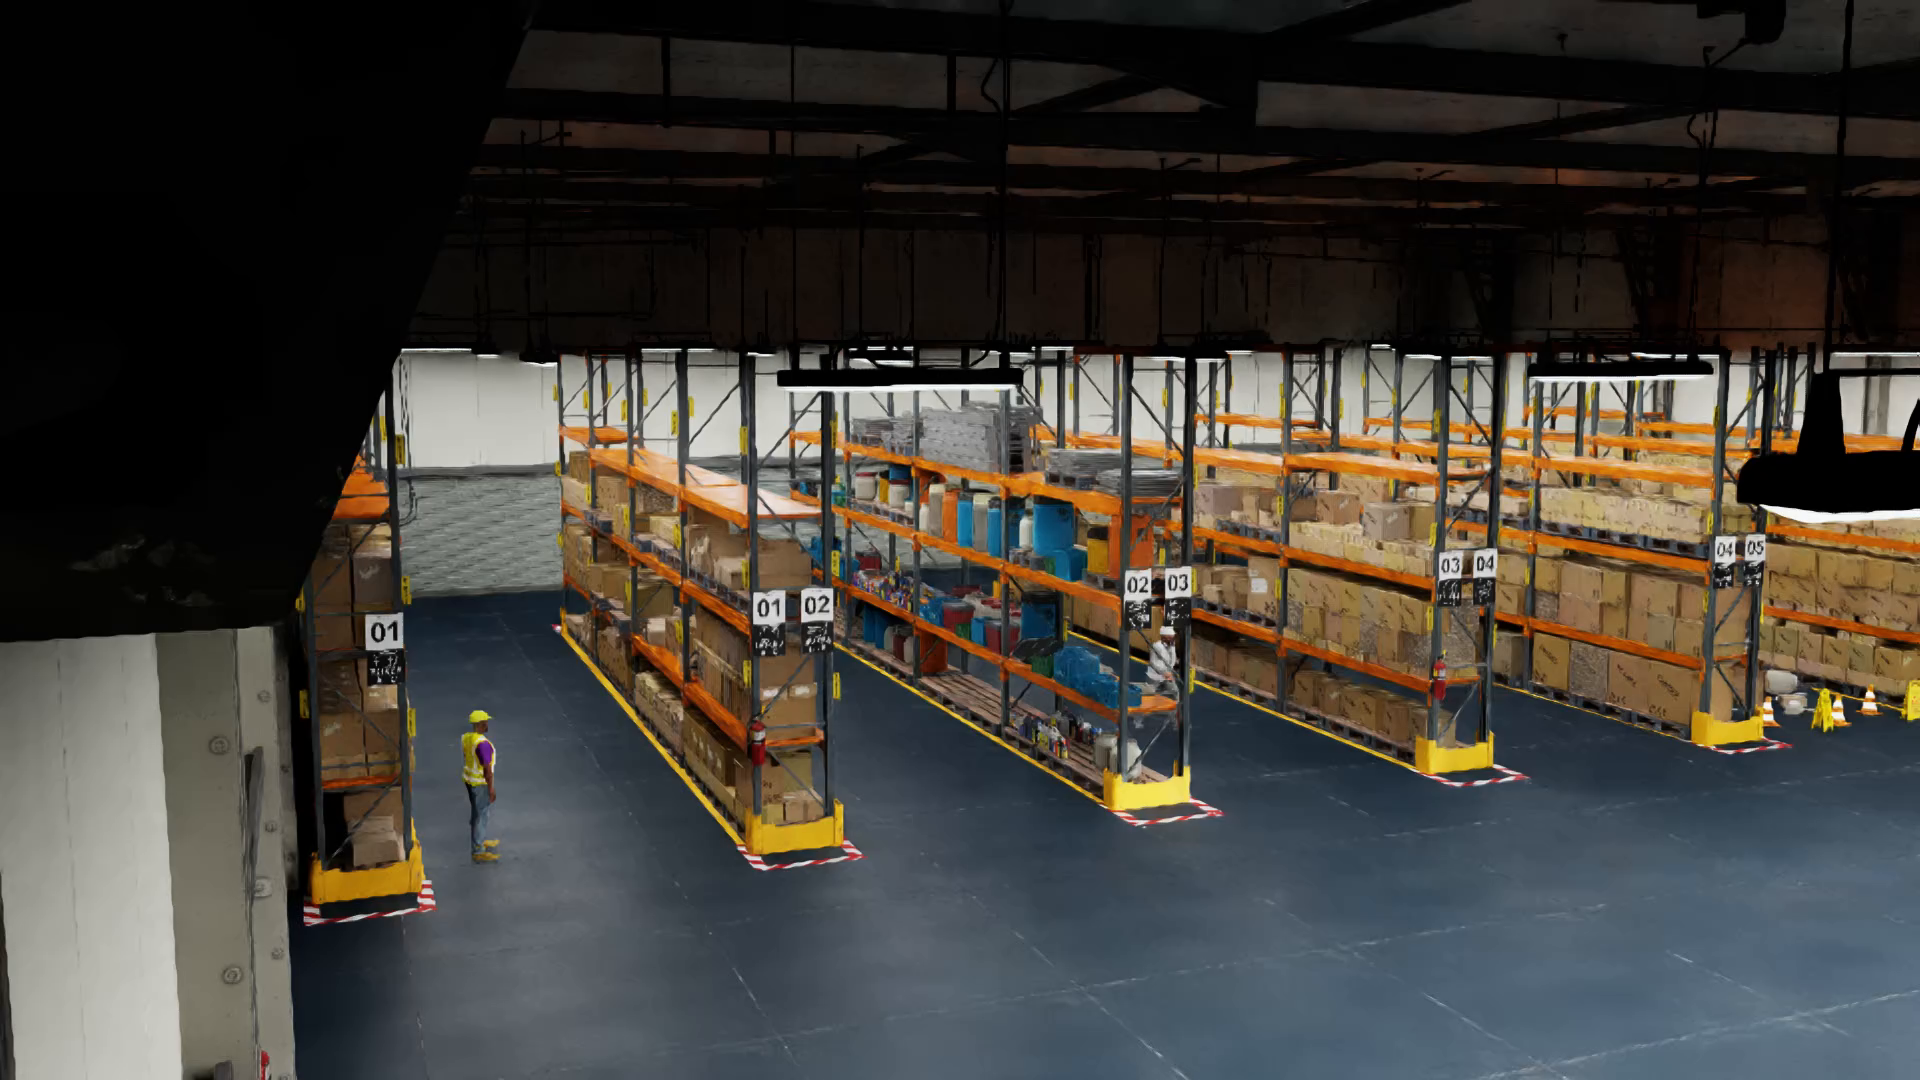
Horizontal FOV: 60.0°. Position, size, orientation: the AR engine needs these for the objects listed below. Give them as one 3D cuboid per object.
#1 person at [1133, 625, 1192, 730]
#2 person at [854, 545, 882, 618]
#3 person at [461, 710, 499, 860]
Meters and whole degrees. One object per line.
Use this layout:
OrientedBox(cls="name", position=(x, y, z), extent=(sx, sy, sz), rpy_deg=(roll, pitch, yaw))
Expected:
OrientedBox(cls="person", position=(3.165, 2.151, 26.242), extent=(0.682, 1.713, 0.844), rpy_deg=(-6, 9, -38))
OrientedBox(cls="person", position=(-1.899, 0.947, 35.686), extent=(0.724, 1.700, 0.905), rpy_deg=(-6, 9, -38))
OrientedBox(cls="person", position=(-5.721, 2.906, 19.978), extent=(0.465, 1.771, 0.645), rpy_deg=(-6, 9, -39))
